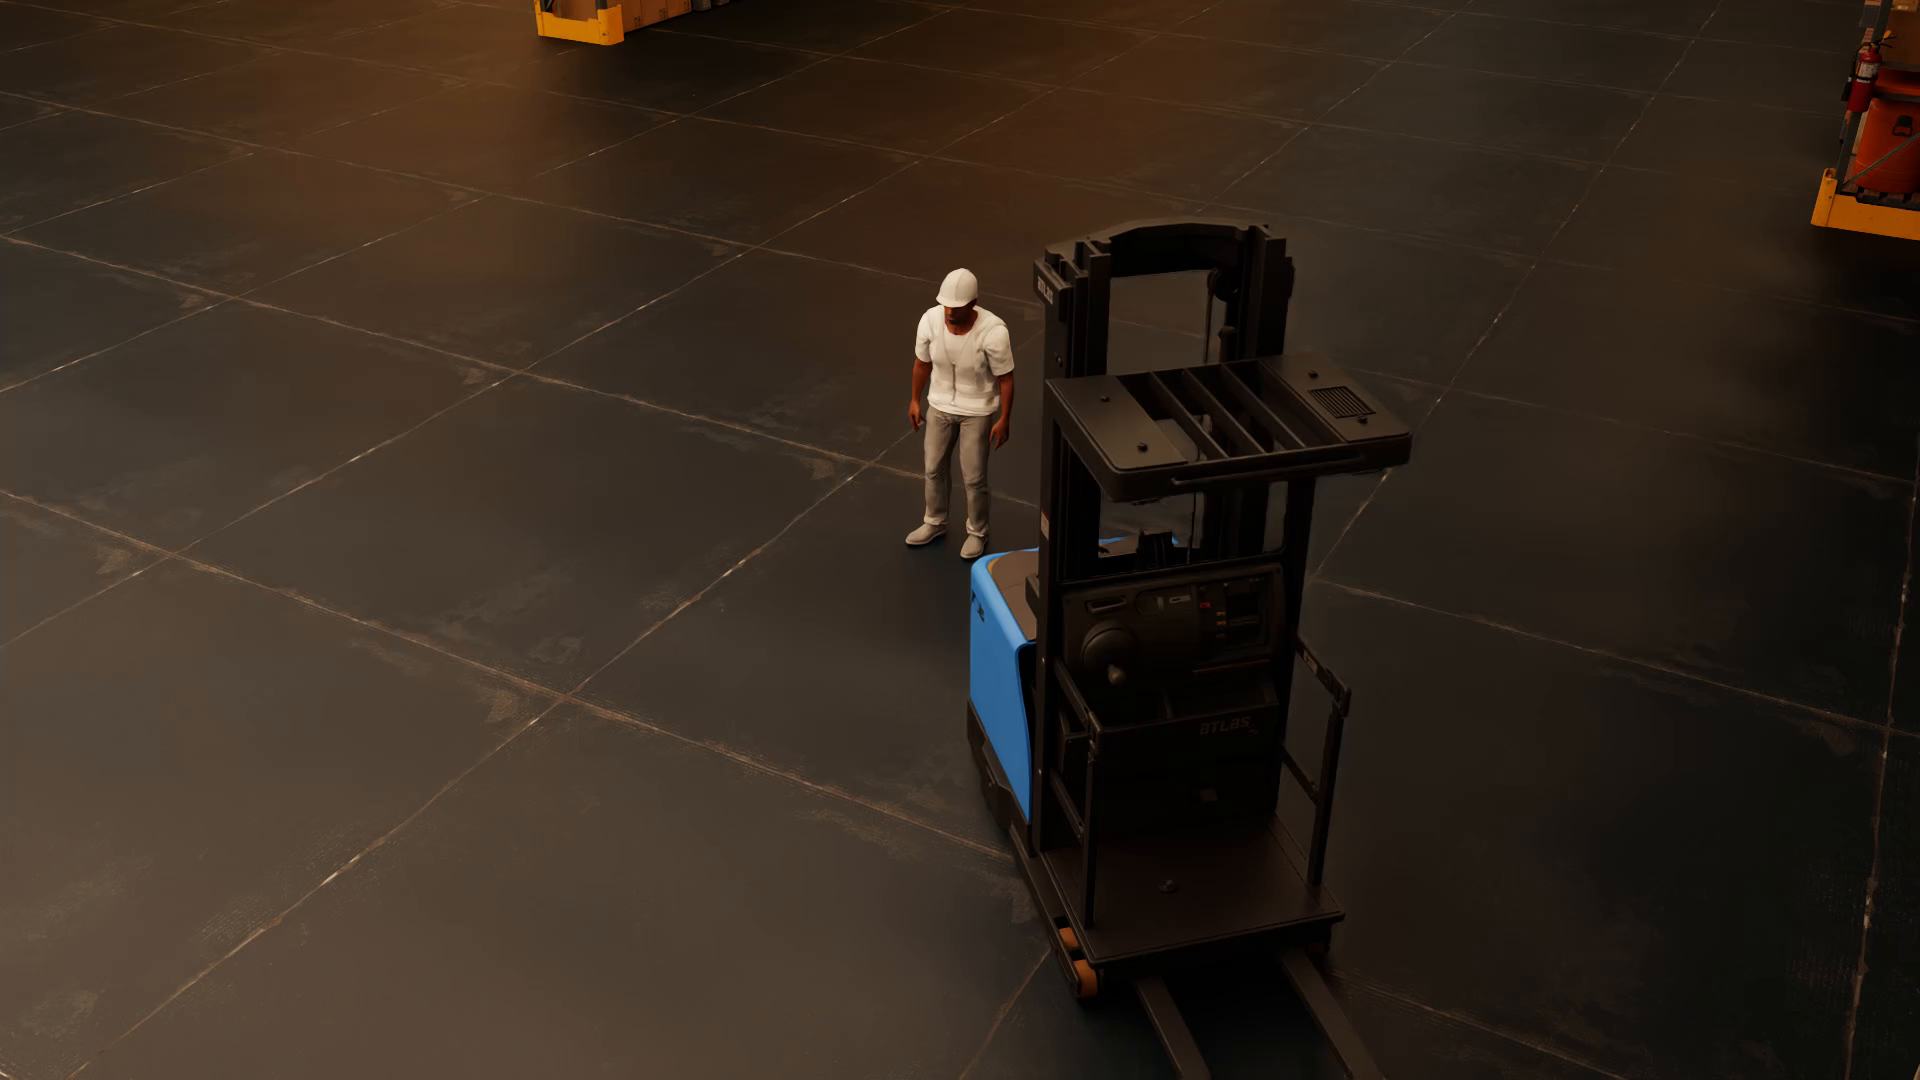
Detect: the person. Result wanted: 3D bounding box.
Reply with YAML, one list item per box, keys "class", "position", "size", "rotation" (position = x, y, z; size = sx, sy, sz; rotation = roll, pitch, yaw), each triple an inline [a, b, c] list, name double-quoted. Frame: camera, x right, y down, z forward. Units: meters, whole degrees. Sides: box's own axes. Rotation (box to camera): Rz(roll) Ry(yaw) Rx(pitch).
- class: "person"
  position: [-0.003, -0.738, 9.525]
  size: [0.629, 1.759, 0.460]
  rotation: [13, 33, 22]

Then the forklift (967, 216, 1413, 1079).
- class: "forklift"
  position: [0.910, 0.383, 6.406]
  size: [1.130, 2.935, 3.031]
  rotation: [-8, 31, -13]
